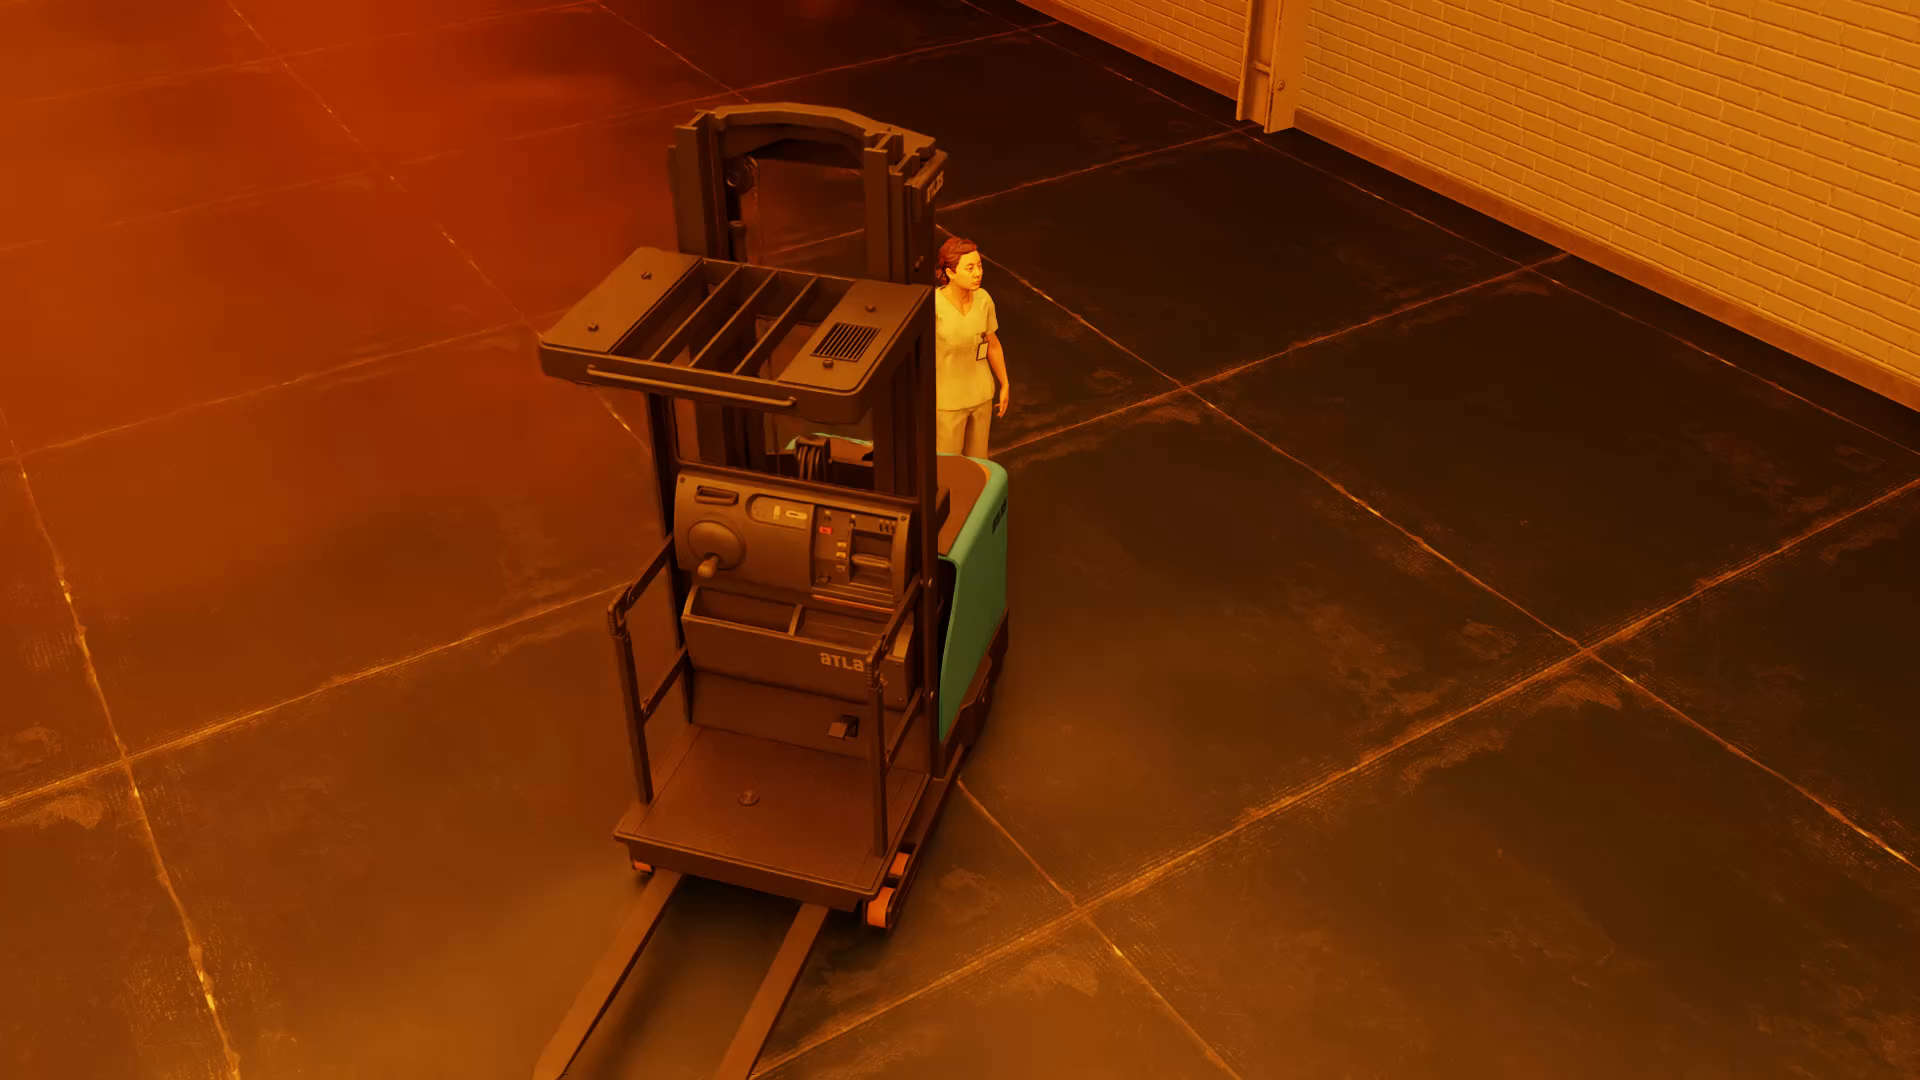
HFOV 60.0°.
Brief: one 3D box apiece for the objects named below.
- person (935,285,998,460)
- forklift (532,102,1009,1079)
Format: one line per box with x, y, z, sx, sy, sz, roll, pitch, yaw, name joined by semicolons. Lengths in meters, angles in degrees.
0.009;-0.600;8.240;0.516;1.362;0.395;-21;40;-27;person
-0.695;0.064;6.057;1.130;2.935;3.031;10;36;14;forklift
